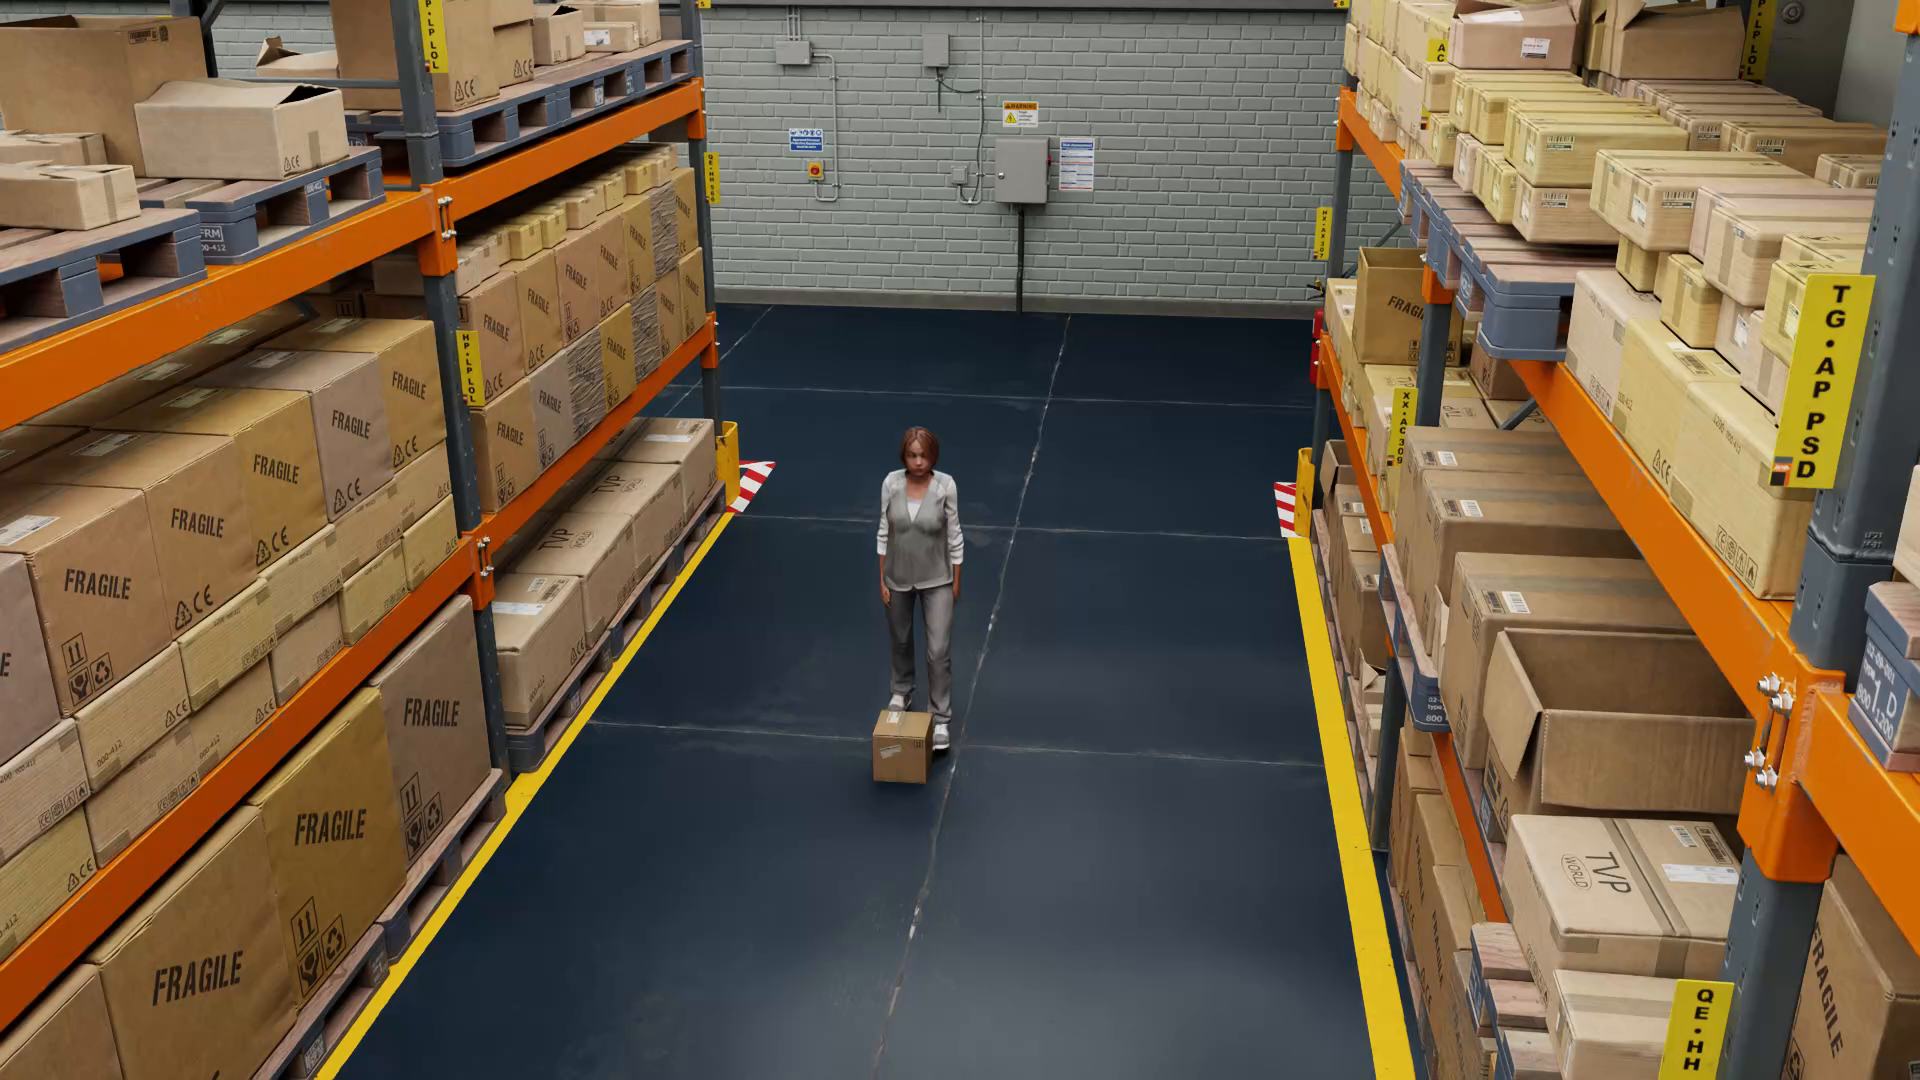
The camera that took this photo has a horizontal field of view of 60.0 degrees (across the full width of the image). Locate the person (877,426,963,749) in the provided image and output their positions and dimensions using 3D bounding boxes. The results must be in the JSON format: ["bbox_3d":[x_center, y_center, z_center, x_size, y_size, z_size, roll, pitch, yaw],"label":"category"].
[{"bbox_3d":[-0.196,0.208,8.086,0.418,1.582,0.601,3,22,8],"label":"person"}]
